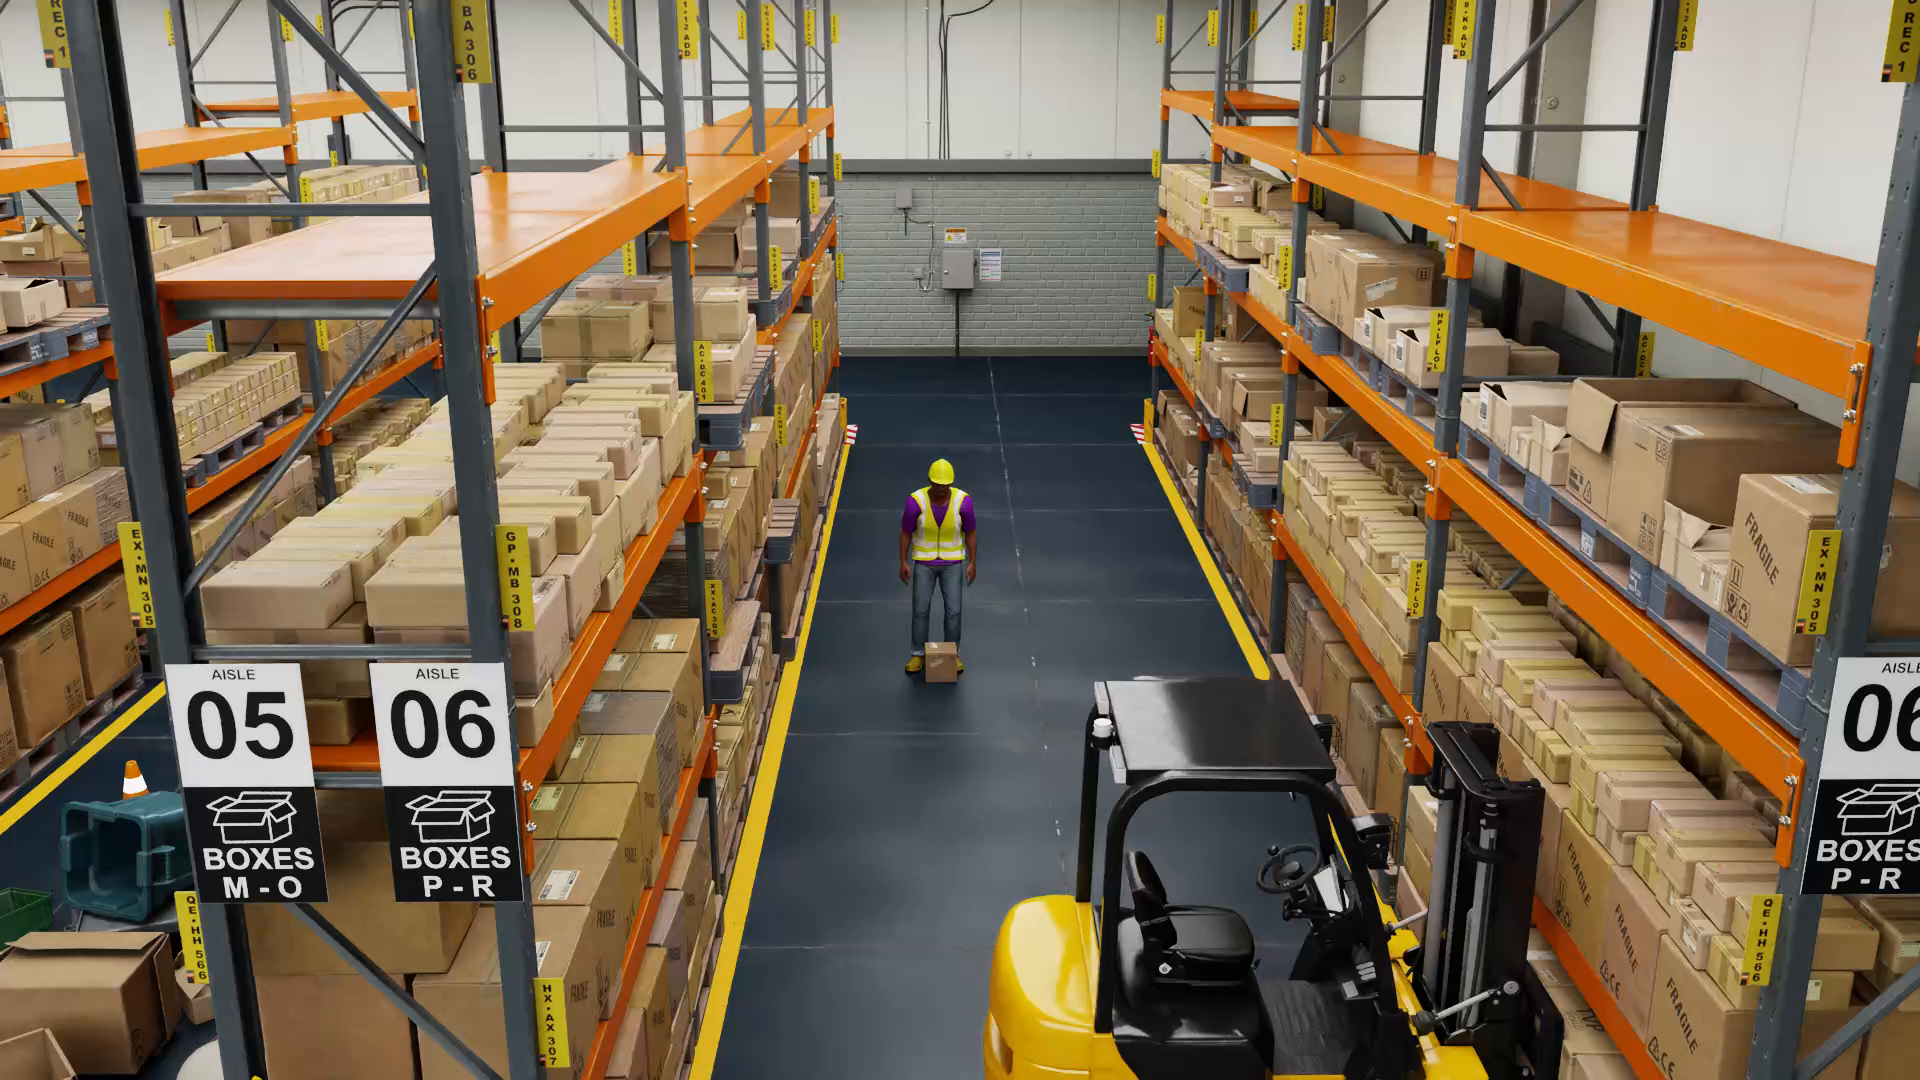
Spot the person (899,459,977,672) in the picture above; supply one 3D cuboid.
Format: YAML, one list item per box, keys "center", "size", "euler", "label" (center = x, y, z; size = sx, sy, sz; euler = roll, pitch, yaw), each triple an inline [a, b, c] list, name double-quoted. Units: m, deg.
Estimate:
- center: [-0.176, 0.194, 13.378]
  size: [0.627, 1.761, 0.458]
  euler: [-1, 17, -3]
  label: "person"
